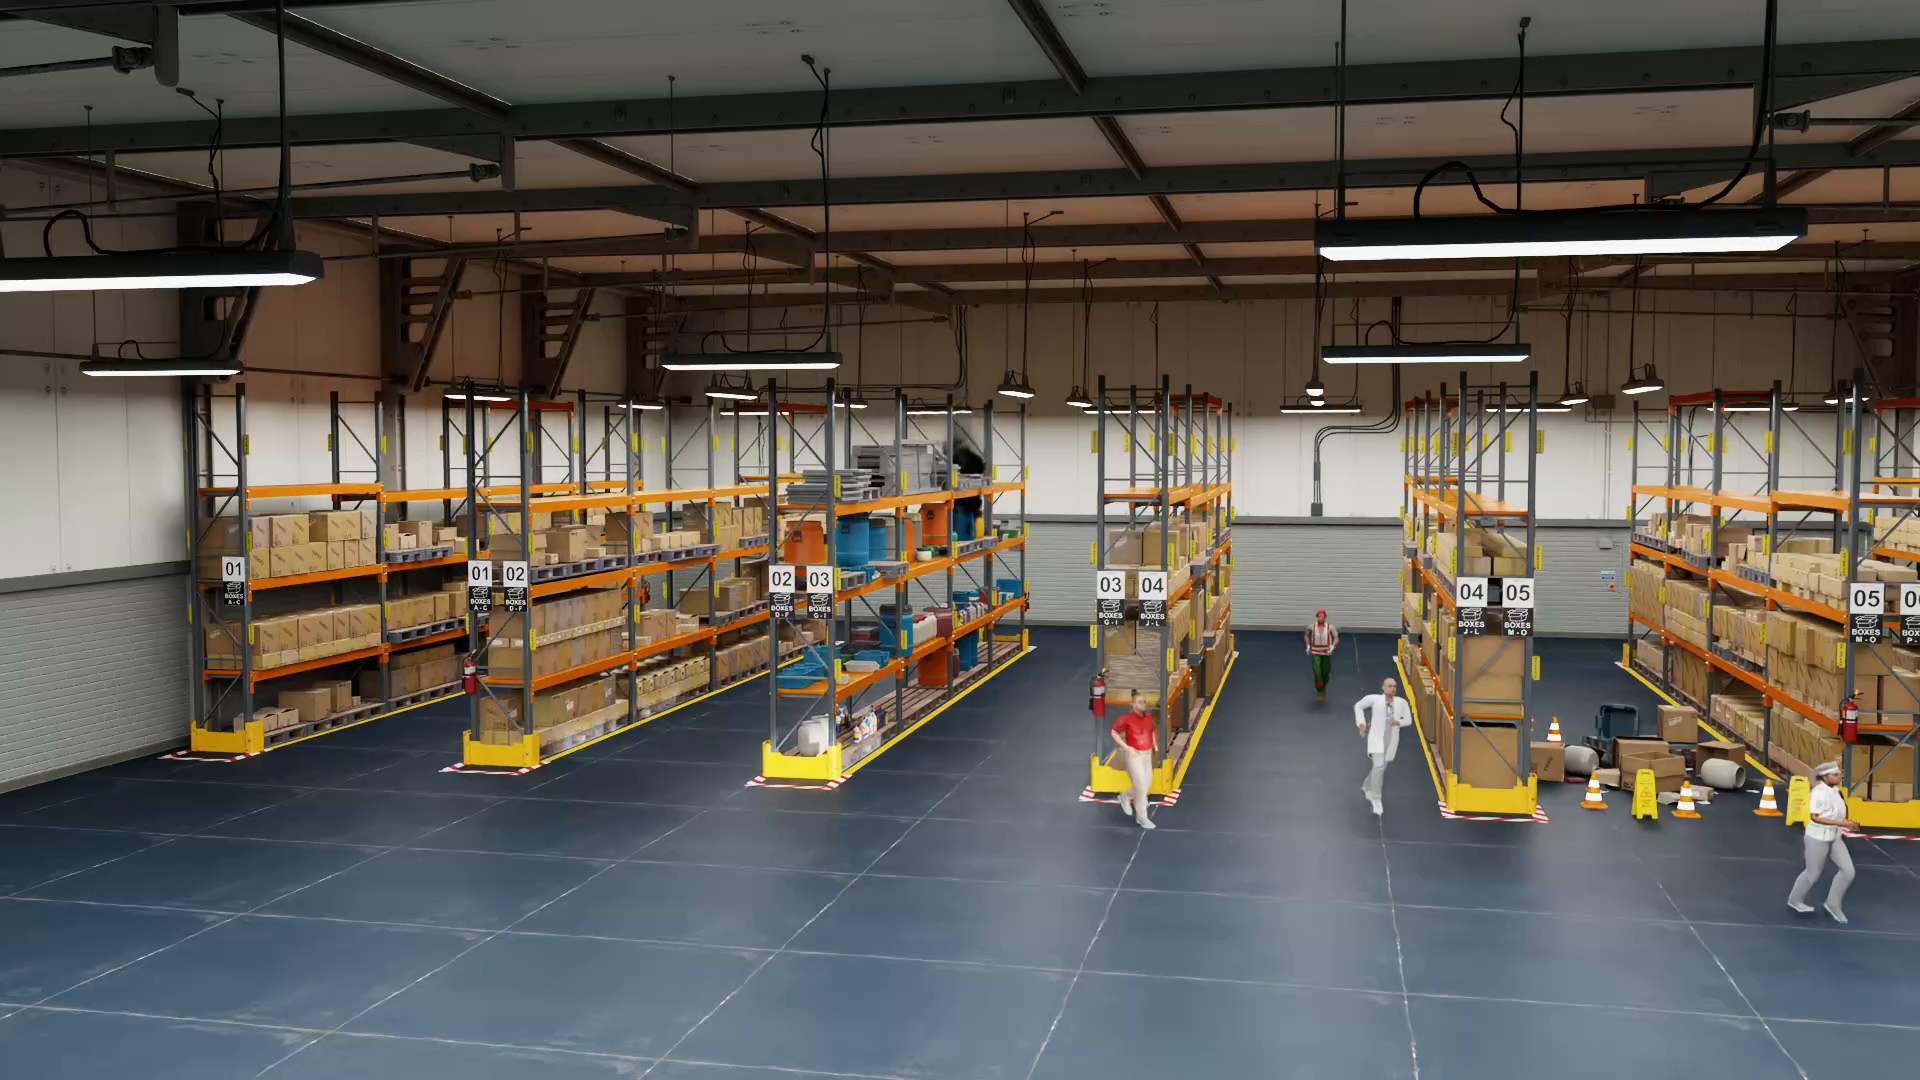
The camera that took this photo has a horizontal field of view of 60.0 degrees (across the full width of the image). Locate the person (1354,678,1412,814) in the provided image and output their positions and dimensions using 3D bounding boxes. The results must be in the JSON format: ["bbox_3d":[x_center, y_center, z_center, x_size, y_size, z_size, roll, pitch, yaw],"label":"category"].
[{"bbox_3d":[5.872,2.809,23.009,0.716,1.810,0.954,-1,3,-9],"label":"person"}]

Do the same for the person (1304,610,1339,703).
[{"bbox_3d":[7.109,2.254,32.697,0.668,1.786,0.893,1,3,11],"label":"person"}]

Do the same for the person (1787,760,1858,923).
[{"bbox_3d":[9.095,3.177,17.495,0.563,1.734,0.736,-2,4,-33],"label":"person"}]

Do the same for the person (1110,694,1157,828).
[{"bbox_3d":[2.329,2.898,22.009,0.680,1.728,0.764,-3,4,-38],"label":"person"}]
